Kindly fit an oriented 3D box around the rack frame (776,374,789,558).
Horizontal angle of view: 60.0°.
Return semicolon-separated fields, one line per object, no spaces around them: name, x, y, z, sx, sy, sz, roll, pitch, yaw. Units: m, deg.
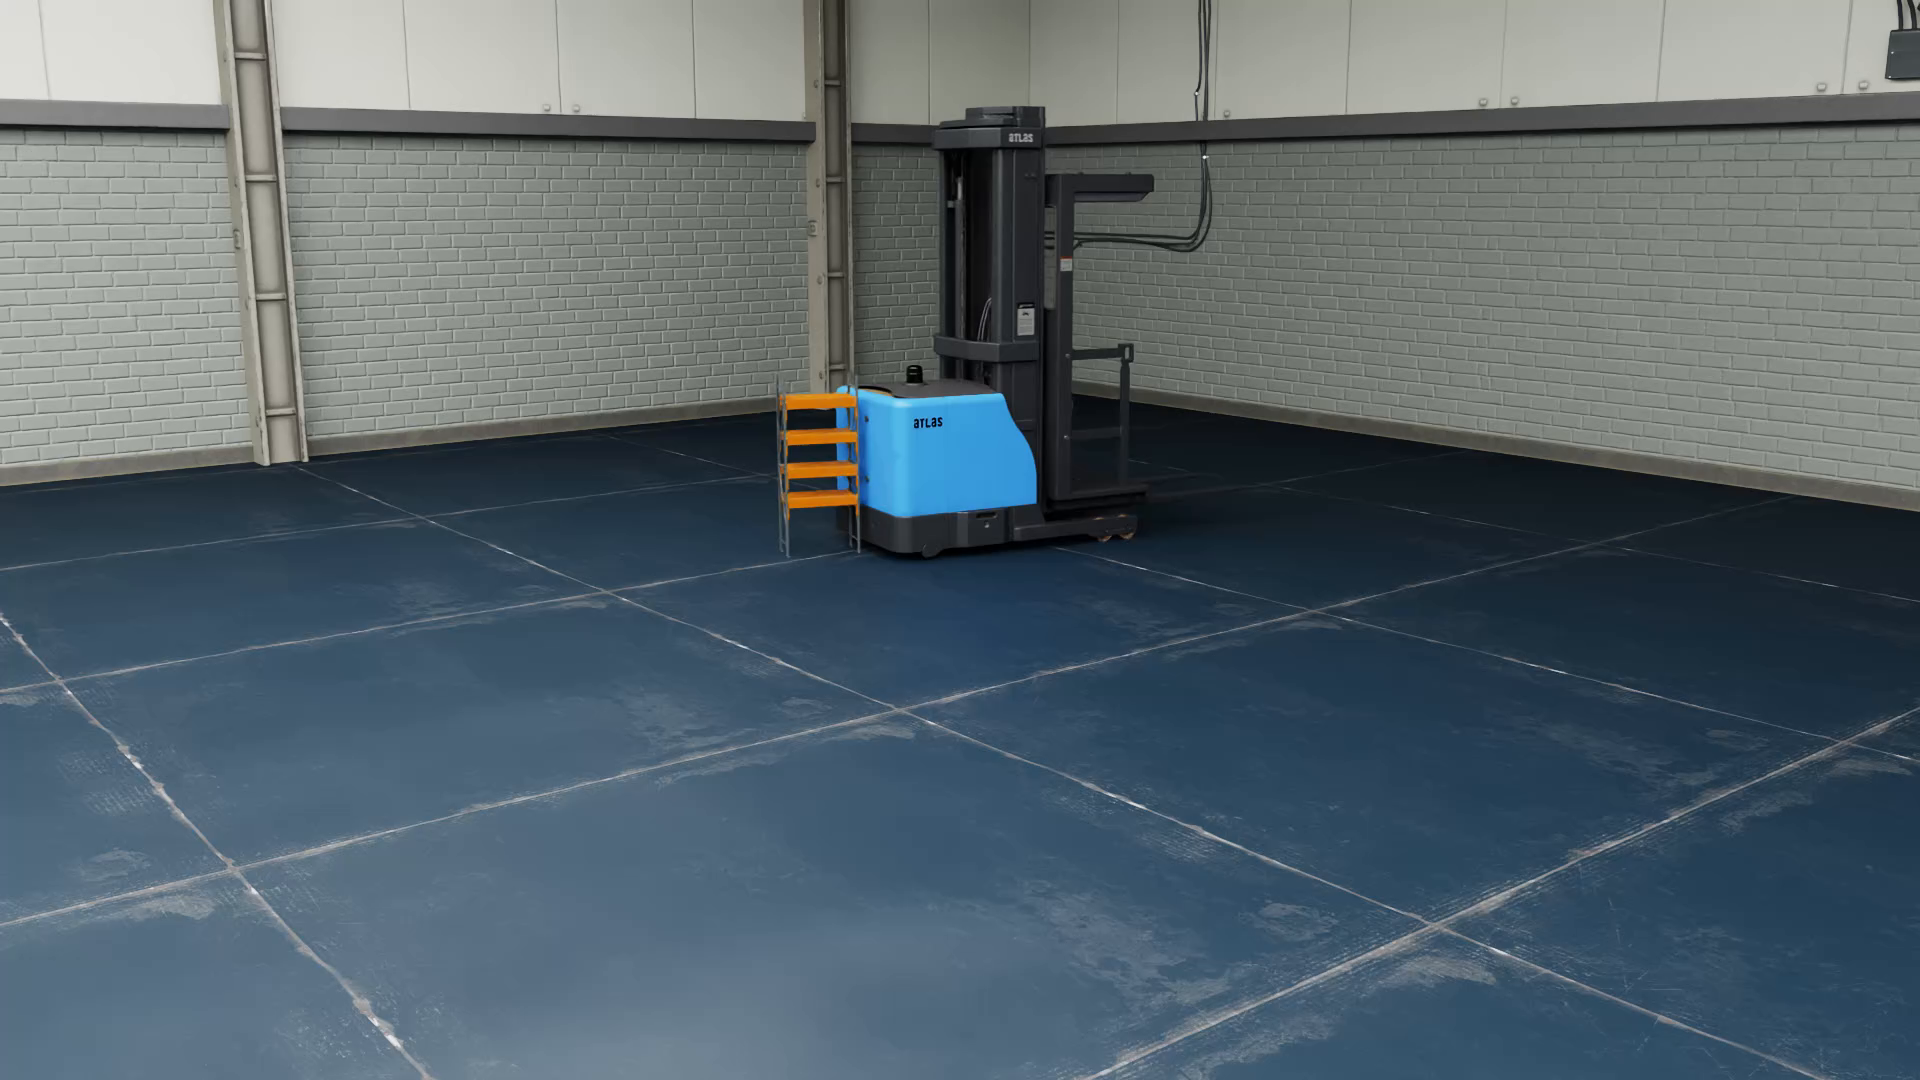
rack frame;-1.181;-0.491;11.053;0.015;1.200;0.240;-4;13;-17

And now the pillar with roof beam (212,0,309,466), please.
pillar with roof beam;-3.420;-4.413;10.746;0.400;9.000;9.100;-9;15;-38

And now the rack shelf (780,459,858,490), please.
rack shelf;-0.948;-0.441;11.139;0.480;0.148;0.258;-4;13;-17

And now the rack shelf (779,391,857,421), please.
rack shelf;-0.948;-0.891;11.043;0.480;0.148;0.258;-4;13;-17

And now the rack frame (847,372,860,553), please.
rack frame;-0.715;-0.522;11.197;0.015;1.200;0.240;-4;13;-17

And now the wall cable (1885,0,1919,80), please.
wall cable;7.621;-6.179;10.877;0.169;6.003;2.305;-9;15;-38

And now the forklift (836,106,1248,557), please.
forklift;0.668;-1.517;11.714;3.031;2.935;1.130;-7;14;-28

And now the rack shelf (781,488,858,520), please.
rack shelf;-0.948;-0.246;11.180;0.480;0.148;0.258;-4;13;-17

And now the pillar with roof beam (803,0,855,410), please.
pillar with roof beam;1.265;-5.191;14.413;0.400;9.000;9.100;-9;15;-38

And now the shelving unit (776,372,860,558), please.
shelving unit;-0.948;-0.506;11.125;0.503;1.200;0.258;-4;13;-17

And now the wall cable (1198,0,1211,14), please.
wall cable;3.392;-6.570;16.223;0.112;2.526;3.097;-9;15;-38

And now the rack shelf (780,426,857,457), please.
rack shelf;-0.948;-0.659;11.092;0.480;0.148;0.258;-4;13;-17

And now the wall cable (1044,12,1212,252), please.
wall cable;1.702;-4.539;18.814;0.112;2.526;3.097;-9;15;-38
